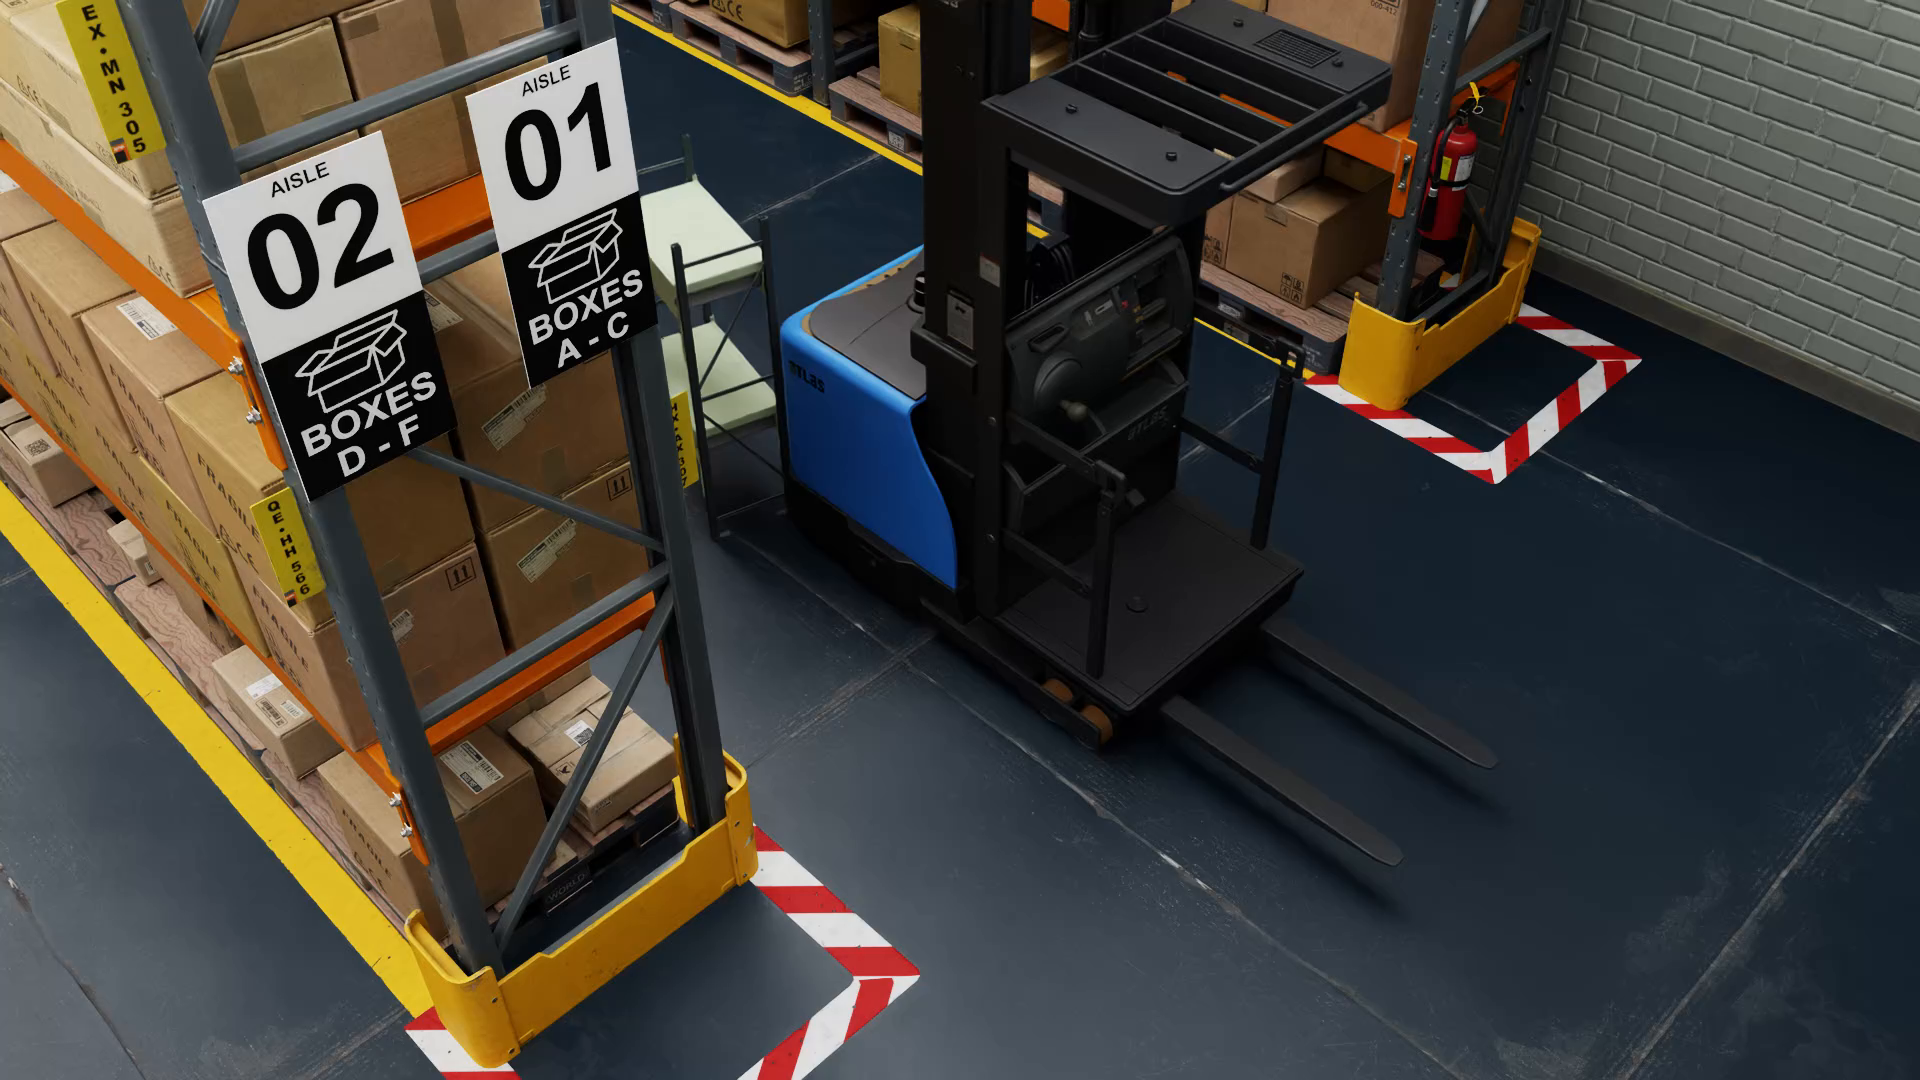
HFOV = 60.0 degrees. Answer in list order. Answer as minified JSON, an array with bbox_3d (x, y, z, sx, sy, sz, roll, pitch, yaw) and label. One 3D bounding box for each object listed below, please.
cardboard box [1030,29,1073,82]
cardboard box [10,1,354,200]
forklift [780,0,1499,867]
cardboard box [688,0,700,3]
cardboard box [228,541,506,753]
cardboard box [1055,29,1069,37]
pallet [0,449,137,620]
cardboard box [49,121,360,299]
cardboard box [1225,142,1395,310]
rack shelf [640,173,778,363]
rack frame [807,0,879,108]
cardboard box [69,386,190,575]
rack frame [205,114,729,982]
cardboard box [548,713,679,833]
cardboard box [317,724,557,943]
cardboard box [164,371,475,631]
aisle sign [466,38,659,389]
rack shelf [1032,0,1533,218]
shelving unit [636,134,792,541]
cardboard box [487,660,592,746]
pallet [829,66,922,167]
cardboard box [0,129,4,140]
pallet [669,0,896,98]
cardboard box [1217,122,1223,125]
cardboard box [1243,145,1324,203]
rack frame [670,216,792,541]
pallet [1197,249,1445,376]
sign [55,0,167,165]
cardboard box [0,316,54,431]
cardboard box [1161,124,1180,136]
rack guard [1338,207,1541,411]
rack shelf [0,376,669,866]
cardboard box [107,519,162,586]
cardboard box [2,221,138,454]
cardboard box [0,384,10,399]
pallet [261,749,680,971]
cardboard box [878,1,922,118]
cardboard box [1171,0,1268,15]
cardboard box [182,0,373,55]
[{"bbox_3d":[0.438,-2.556,8.860,0.250,0.149,0.380,33,52,30],"label":"cardboard box"},{"bbox_3d":[-1.722,-1.049,3.707,0.500,0.250,0.500,-34,53,-31],"label":"cardboard box"},{"bbox_3d":[0.661,-0.678,5.824,1.130,2.935,3.031,-34,53,-31],"label":"forklift"},{"bbox_3d":[-1.680,-4.033,10.679,0.750,0.750,0.750,-32,52,-30],"label":"cardboard box"},{"bbox_3d":[-1.687,0.184,4.767,0.500,0.500,0.500,-32,52,-30],"label":"cardboard box"},{"bbox_3d":[0.733,-2.723,9.041,0.380,0.149,0.250,-34,52,-31],"label":"cardboard box"},{"bbox_3d":[-3.519,-0.262,7.378,1.003,0.211,1.213,-34,53,-31],"label":"pallet"},{"bbox_3d":[-1.728,-0.861,3.872,0.500,0.250,0.500,-34,53,-31],"label":"cardboard box"},{"bbox_3d":[1.761,-1.595,8.298,0.700,0.500,0.500,-34,53,-31],"label":"cardboard box"},{"bbox_3d":[-1.098,-1.121,6.783,0.431,0.370,0.720,-22,47,-22],"label":"rack shelf"},{"bbox_3d":[-0.499,-3.992,9.360,1.000,3.000,0.127,-34,53,-31],"label":"rack frame"},{"bbox_3d":[-2.405,-0.306,5.297,0.500,0.500,0.500,-34,52,-31],"label":"cardboard box"},{"bbox_3d":[-1.178,0.306,4.709,1.000,3.000,0.127,-34,53,-31],"label":"rack frame"},{"bbox_3d":[-1.231,0.825,5.923,0.380,0.149,0.250,-34,53,-31],"label":"cardboard box"},{"bbox_3d":[-1.737,0.919,5.563,0.500,0.500,0.500,-34,53,-31],"label":"cardboard box"},{"bbox_3d":[-1.688,-0.180,4.425,0.500,0.500,0.500,34,52,31],"label":"cardboard box"},{"bbox_3d":[-0.922,-0.757,3.944,0.394,0.787,0.004,-34,53,-31],"label":"aisle sign"},{"bbox_3d":[0.914,-2.767,8.564,1.077,0.370,4.000,-34,53,-31],"label":"rack shelf"},{"bbox_3d":[-1.098,-0.834,7.047,0.431,1.500,0.755,-22,47,-22],"label":"shelving unit"},{"bbox_3d":[-1.715,0.516,6.183,0.500,0.250,0.500,-34,53,-31],"label":"cardboard box"},{"bbox_3d":[-0.017,-2.565,9.871,1.003,0.211,1.213,-34,53,-31],"label":"pallet"},{"bbox_3d":[-2.436,-1.341,4.391,0.500,0.250,0.500,-34,53,-31],"label":"cardboard box"},{"bbox_3d":[-1.097,-3.303,10.669,1.003,0.211,1.213,-34,53,-31],"label":"pallet"},{"bbox_3d":[1.456,-2.232,8.510,0.380,0.149,0.250,-34,52,-31],"label":"cardboard box"},{"bbox_3d":[1.541,-1.808,8.050,0.250,0.149,0.380,34,52,31],"label":"cardboard box"},{"bbox_3d":[-0.910,-0.621,6.817,0.400,1.500,0.023,-22,47,-22],"label":"rack frame"},{"bbox_3d":[1.706,-1.393,8.602,1.003,0.211,1.213,-34,53,-31],"label":"pallet"},{"bbox_3d":[-1.586,-0.865,3.113,0.100,0.325,0.005,-34,53,-31],"label":"sign"},{"bbox_3d":[-3.121,-0.792,5.823,0.500,0.500,0.500,34,52,31],"label":"cardboard box"},{"bbox_3d":[1.052,-2.077,8.820,0.500,0.500,0.700,32,52,30],"label":"cardboard box"},{"bbox_3d":[2.343,-1.141,8.116,1.175,0.500,0.348,-34,53,-31],"label":"rack guard"},{"bbox_3d":[-2.591,-0.391,5.993,1.077,0.370,4.000,-34,53,-31],"label":"rack shelf"},{"bbox_3d":[-3.242,-0.021,6.826,0.380,0.166,0.250,-34,53,-31],"label":"cardboard box"},{"bbox_3d":[-2.414,-0.670,4.954,0.500,0.500,0.500,-33,52,-30],"label":"cardboard box"},{"bbox_3d":[-4.555,-0.960,7.596,0.500,0.500,0.500,34,52,31],"label":"cardboard box"},{"bbox_3d":[-1.796,0.911,6.109,1.003,0.211,1.213,-34,53,-31],"label":"pallet"},{"bbox_3d":[-0.043,-2.820,9.624,0.700,0.500,0.500,-33,52,-31],"label":"cardboard box"},{"bbox_3d":[1.437,-2.765,7.811,0.700,0.700,0.980,34,52,31],"label":"cardboard box"},{"bbox_3d":[-1.553,-1.439,3.576,0.700,0.500,0.500,-34,53,-31],"label":"cardboard box"}]
